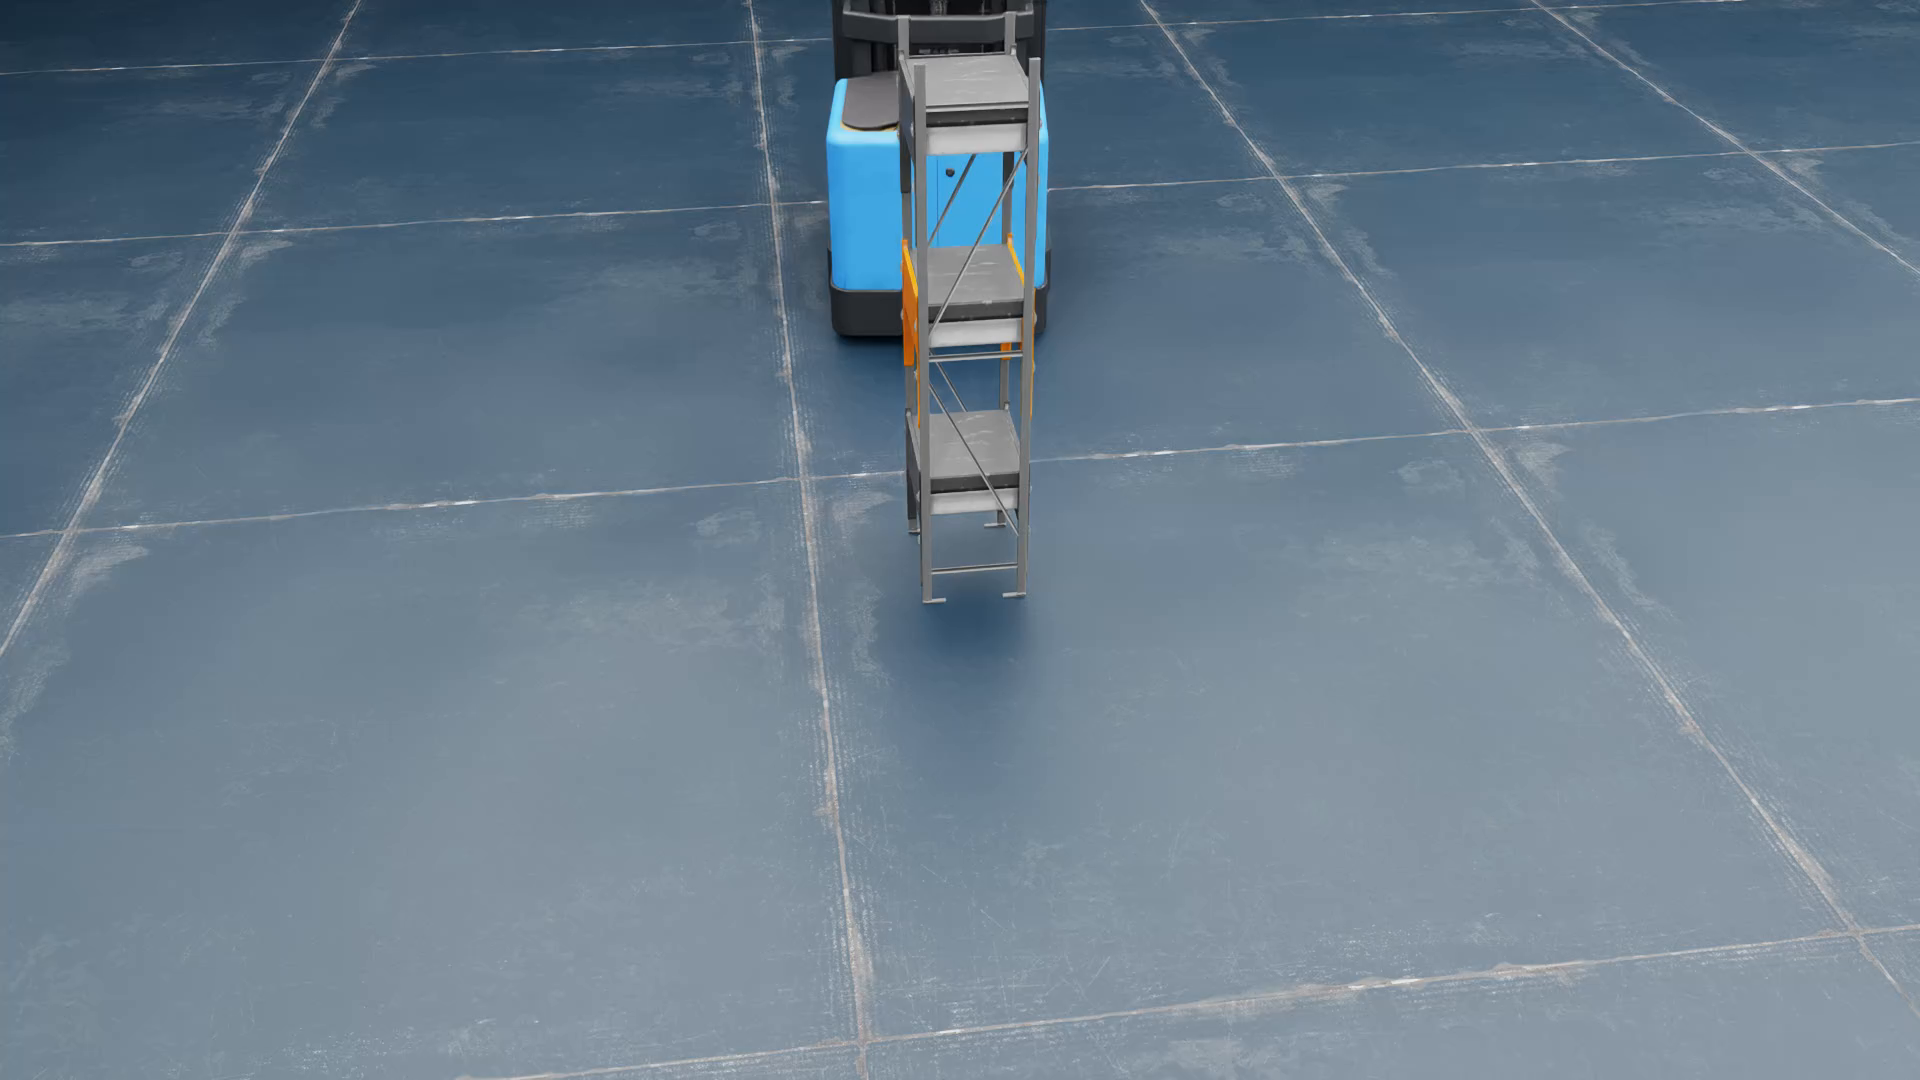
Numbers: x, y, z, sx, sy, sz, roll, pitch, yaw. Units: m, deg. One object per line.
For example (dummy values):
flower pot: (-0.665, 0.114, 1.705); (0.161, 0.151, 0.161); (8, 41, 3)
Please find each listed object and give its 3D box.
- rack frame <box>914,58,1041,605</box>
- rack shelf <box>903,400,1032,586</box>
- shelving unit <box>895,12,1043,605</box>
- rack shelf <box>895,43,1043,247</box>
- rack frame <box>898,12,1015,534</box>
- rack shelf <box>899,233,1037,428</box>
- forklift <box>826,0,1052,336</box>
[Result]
rack frame: (0.055, -0.639, 5.823); (0.400, 2.100, 0.015); (-4, 35, -6)
rack shelf: (0.022, -0.186, 6.425); (0.431, 0.518, 0.480); (-4, 35, -6)
shelving unit: (0.022, -0.775, 6.023); (0.431, 2.100, 0.503); (-4, 35, -6)
rack shelf: (0.022, -1.342, 5.637); (0.431, 0.518, 0.480); (-4, 35, -6)
rack frame: (-0.011, -0.911, 6.223); (0.400, 2.100, 0.015); (-4, 35, -6)
rack shelf: (0.022, -0.764, 6.031); (0.431, 0.518, 0.480); (-4, 35, -6)
forklift: (-0.106, -2.997, 8.544); (1.130, 2.935, 3.031); (0, 34, 0)
